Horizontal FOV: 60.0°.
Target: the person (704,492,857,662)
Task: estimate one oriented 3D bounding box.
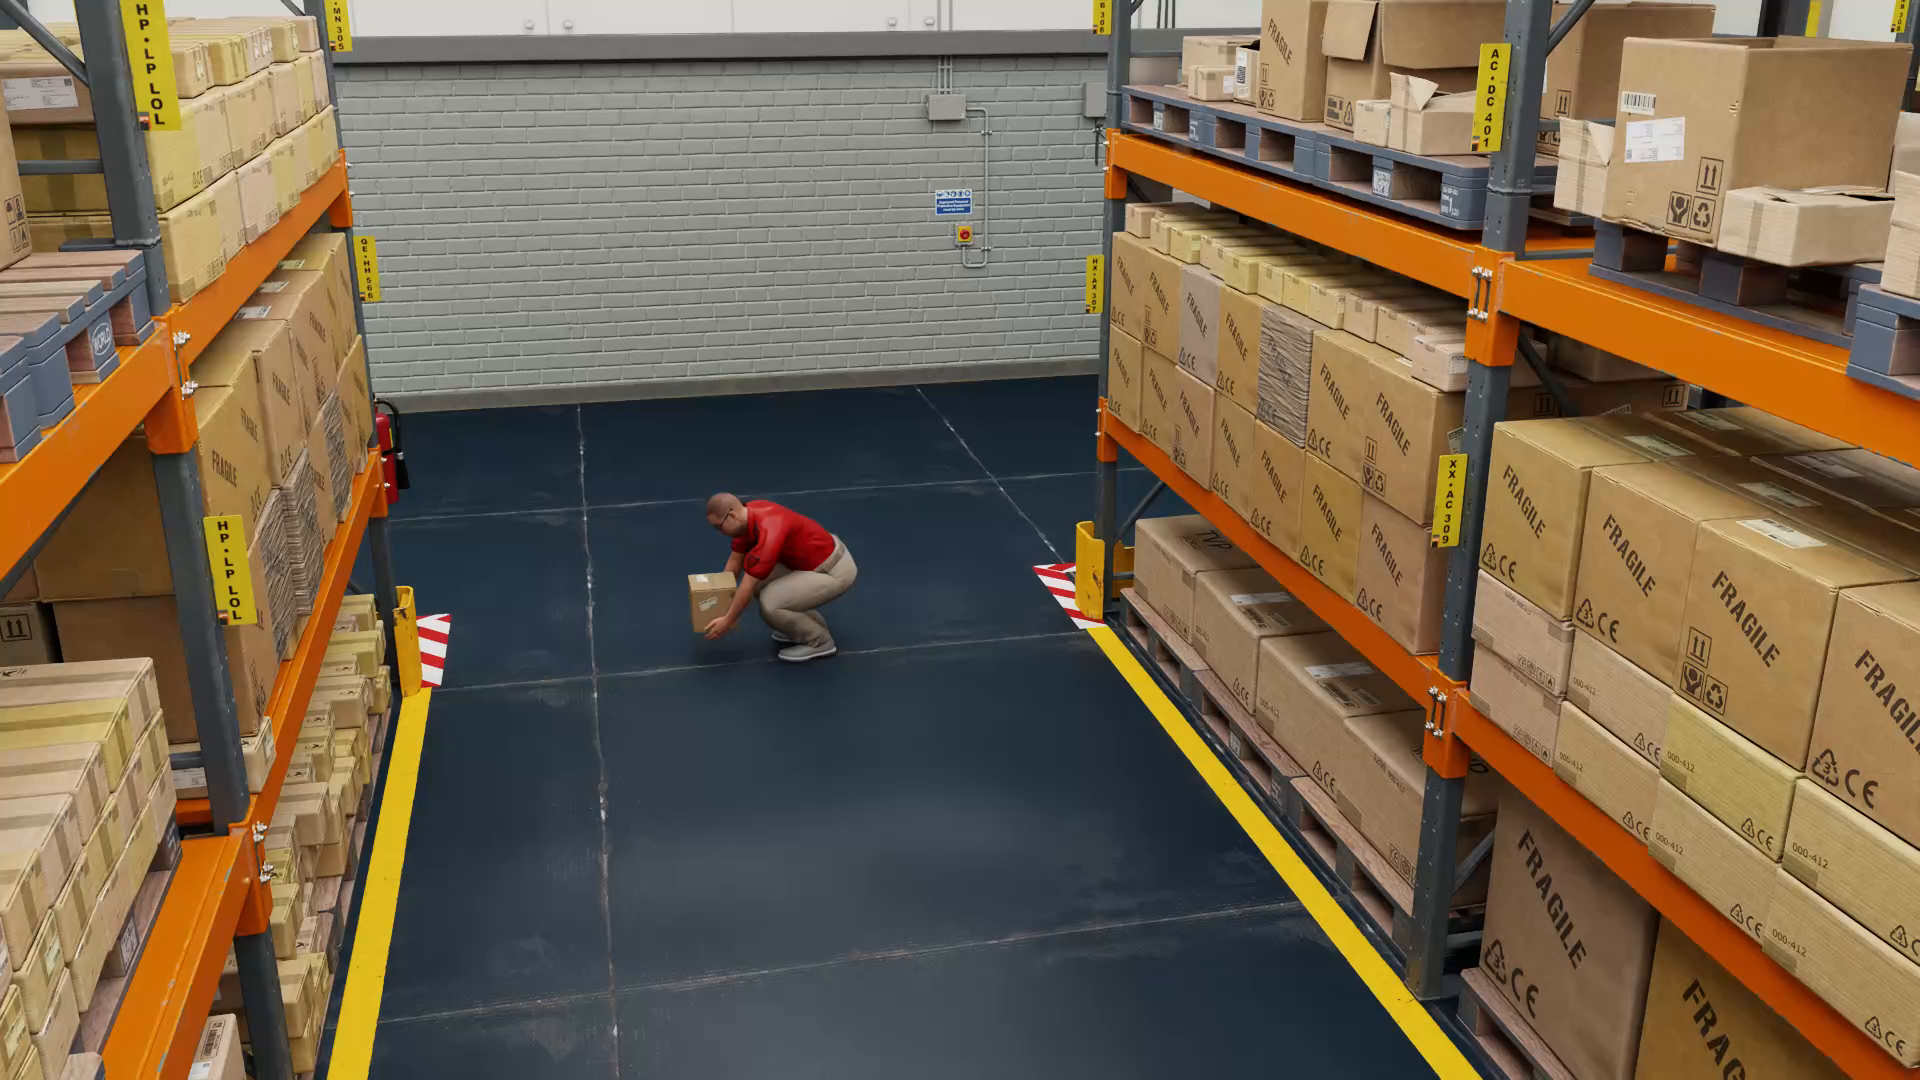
[{"bbox_3d":[-1.015,0.175,9.237,0.886,0.978,0.558,-5,20,-13],"label":"person"}]
